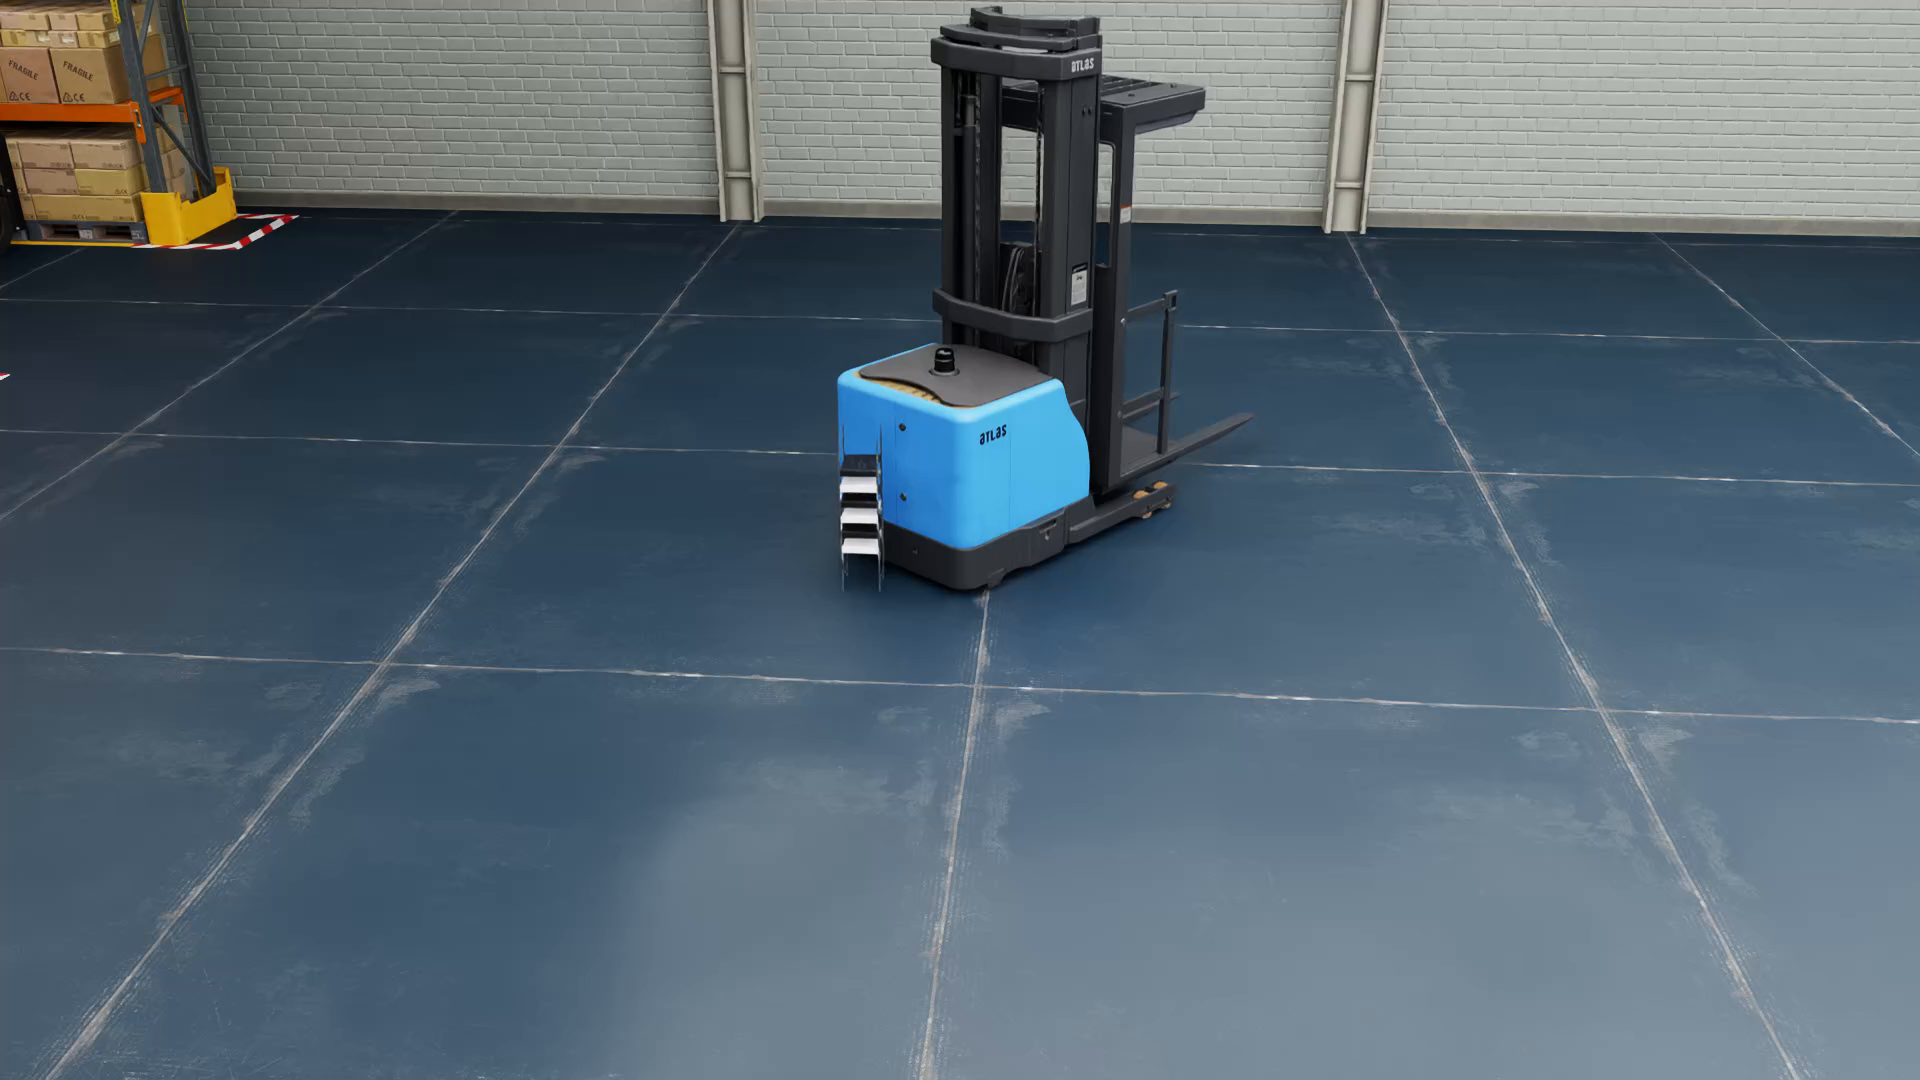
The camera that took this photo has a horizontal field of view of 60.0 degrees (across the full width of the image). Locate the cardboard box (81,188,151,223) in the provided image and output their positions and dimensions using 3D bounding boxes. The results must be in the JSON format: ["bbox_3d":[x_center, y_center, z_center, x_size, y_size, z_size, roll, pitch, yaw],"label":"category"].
[{"bbox_3d":[-8.051,-3.240,15.989,0.500,0.250,0.500,2,25,4],"label":"cardboard box"}]

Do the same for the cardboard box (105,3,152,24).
[{"bbox_3d":[-7.877,-4.990,15.754,0.250,0.149,0.380,1,25,3],"label":"cardboard box"}]

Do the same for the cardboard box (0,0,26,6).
[{"bbox_3d":[-9.164,-5.076,15.942,0.250,0.149,0.380,1,25,3],"label":"cardboard box"}]

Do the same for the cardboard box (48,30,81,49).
[{"bbox_3d":[-8.183,-4.645,15.360,0.250,0.149,0.380,2,25,5],"label":"cardboard box"}]

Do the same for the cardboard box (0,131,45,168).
[{"bbox_3d":[-9.055,-3.721,15.839,0.500,0.250,0.500,2,25,5],"label":"cardboard box"}]

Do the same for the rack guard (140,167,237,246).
[{"bbox_3d":[-7.535,-3.278,16.276,0.348,0.500,1.175,2,25,4],"label":"rack guard"}]

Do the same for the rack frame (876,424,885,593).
[{"bbox_3d":[-0.433,-0.168,9.039,0.006,0.900,0.240,1,25,3],"label":"rack frame"}]

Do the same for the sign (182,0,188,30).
[{"bbox_3d":[-7.510,-5.075,16.060,0.005,0.325,0.100,2,25,4],"label":"sign"}]

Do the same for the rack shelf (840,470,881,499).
[{"bbox_3d":[-0.535,-0.304,8.983,0.200,0.077,0.258,1,25,3],"label":"rack shelf"}]

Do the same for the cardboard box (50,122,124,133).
[{"bbox_3d":[-8.522,-3.919,16.270,0.500,0.250,0.500,2,25,4],"label":"cardboard box"}]

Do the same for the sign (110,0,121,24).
[{"bbox_3d":[-7.614,-4.822,14.974,0.005,0.325,0.100,2,25,4],"label":"sign"}]

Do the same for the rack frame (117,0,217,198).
[{"bbox_3d":[-7.559,-4.415,15.756,0.127,3.000,1.000,2,25,4],"label":"rack frame"}]

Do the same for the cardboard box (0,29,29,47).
[{"bbox_3d":[-8.683,-4.691,15.461,0.250,0.149,0.380,2,25,4],"label":"cardboard box"}]

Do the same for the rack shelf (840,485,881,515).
[{"bbox_3d":[-0.535,-0.222,9.020,0.200,0.077,0.258,1,25,3],"label":"rack shelf"}]

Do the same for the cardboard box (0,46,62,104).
[{"bbox_3d":[-8.586,-4.387,15.576,0.500,0.500,0.500,3,25,6],"label":"cardboard box"}]

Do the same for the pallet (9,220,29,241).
[{"bbox_3d":[-9.537,-3.195,16.441,1.213,0.211,1.003,2,25,4],"label":"pallet"}]

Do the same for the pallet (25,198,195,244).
[{"bbox_3d":[-8.324,-3.155,16.354,1.213,0.211,1.003,2,25,4],"label":"pallet"}]

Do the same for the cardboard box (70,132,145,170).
[{"bbox_3d":[-8.042,-3.695,15.783,0.500,0.250,0.500,3,25,6],"label":"cardboard box"}]

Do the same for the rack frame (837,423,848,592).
[{"bbox_3d":[-0.637,-0.173,9.049,0.006,0.900,0.240,1,25,3],"label":"rack frame"}]

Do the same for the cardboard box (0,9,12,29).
[{"bbox_3d":[-8.954,-4.807,15.356,0.250,0.149,0.380,2,25,5],"label":"cardboard box"}]

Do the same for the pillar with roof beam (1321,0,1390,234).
[{"bbox_3d":[3.451,-5.360,10.632,0.400,9.000,9.100,2,25,4],"label":"pillar with roof beam"}]

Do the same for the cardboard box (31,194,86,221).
[{"bbox_3d":[-8.546,-3.259,16.032,0.500,0.250,0.500,2,25,4],"label":"cardboard box"}]

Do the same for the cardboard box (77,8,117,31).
[{"bbox_3d":[-7.932,-4.813,15.371,0.250,0.149,0.380,2,25,4],"label":"cardboard box"}]

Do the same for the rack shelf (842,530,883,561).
[{"bbox_3d":[-0.535,0.023,9.133,0.200,0.077,0.258,1,25,3],"label":"rack shelf"}]

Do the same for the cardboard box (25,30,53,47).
[{"bbox_3d":[-8.437,-4.679,15.434,0.250,0.149,0.380,2,25,5],"label":"cardboard box"}]

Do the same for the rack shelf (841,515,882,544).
[{"bbox_3d":[-0.535,-0.059,9.096,0.200,0.077,0.258,1,25,3],"label":"rack shelf"}]

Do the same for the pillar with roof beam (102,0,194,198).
[{"bbox_3d":[-8.513,-5.744,11.467,0.400,9.000,9.100,2,25,4],"label":"pillar with roof beam"}]

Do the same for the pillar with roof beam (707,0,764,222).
[{"bbox_3d":[-2.531,-5.552,11.050,0.400,9.000,9.100,2,25,4],"label":"pillar with roof beam"}]

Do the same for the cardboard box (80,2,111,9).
[{"bbox_3d":[-8.137,-5.024,15.829,0.250,0.149,0.380,3,25,6],"label":"cardboard box"}]

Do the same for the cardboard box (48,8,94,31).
[{"bbox_3d":[-8.180,-4.808,15.360,0.250,0.149,0.380,2,25,4],"label":"cardboard box"}]

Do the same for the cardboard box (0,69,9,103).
[{"bbox_3d":[-9.097,-4.403,15.611,0.500,0.500,0.500,1,25,3],"label":"cardboard box"}]

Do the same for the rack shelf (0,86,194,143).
[{"bbox_3d":[-9.553,-4.152,16.045,4.000,0.370,1.077,2,25,4],"label":"rack shelf"}]

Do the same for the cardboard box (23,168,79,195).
[{"bbox_3d":[-8.567,-3.489,15.933,0.500,0.250,0.500,2,25,3],"label":"cardboard box"}]

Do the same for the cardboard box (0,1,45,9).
[{"bbox_3d":[-8.910,-5.027,15.834,0.250,0.149,0.380,3,25,6],"label":"cardboard box"}]

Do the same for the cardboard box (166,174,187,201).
[{"bbox_3d":[-8.033,-3.453,16.454,0.500,0.250,0.500,2,25,4],"label":"cardboard box"}]

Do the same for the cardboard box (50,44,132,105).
[{"bbox_3d":[-8.069,-4.366,15.531,0.500,0.500,0.500,1,25,3],"label":"cardboard box"}]

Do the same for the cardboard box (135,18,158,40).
[{"bbox_3d":[-7.877,-4.874,15.858,0.250,0.149,0.380,1,25,3],"label":"cardboard box"}]

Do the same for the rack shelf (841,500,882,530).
[{"bbox_3d":[-0.535,-0.140,9.058,0.200,0.077,0.258,1,25,3],"label":"rack shelf"}]

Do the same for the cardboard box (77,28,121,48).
[{"bbox_3d":[-7.926,-4.649,15.369,0.250,0.149,0.380,2,25,5],"label":"cardboard box"}]

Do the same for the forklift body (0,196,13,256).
[{"bbox_3d":[-9.589,-3.329,14.412,1.214,2.155,2.313,2,25,4],"label":"forklift body"}]

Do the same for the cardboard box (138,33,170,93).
[{"bbox_3d":[-8.031,-4.592,16.021,0.500,0.500,0.500,3,25,6],"label":"cardboard box"}]

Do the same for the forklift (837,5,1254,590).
[{"bbox_3d":[0.676,-1.590,9.698,1.130,2.935,3.031,21,32,38],"label":"forklift"}]

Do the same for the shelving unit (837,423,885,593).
[{"bbox_3d":[-0.535,-0.171,9.044,0.210,0.900,0.258,1,25,3],"label":"shelving unit"}]

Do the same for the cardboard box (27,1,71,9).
[{"bbox_3d":[-8.645,-5.029,15.839,0.250,0.149,0.380,2,25,4],"label":"cardboard box"}]

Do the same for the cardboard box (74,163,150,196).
[{"bbox_3d":[-8.068,-3.469,15.889,0.500,0.250,0.500,2,25,3],"label":"cardboard box"}]

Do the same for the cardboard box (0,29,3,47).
[{"bbox_3d":[-8.953,-4.680,15.437,0.250,0.149,0.380,1,25,2],"label":"cardboard box"}]

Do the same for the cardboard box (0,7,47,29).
[{"bbox_3d":[-8.686,-4.844,15.438,0.250,0.149,0.380,2,25,4],"label":"cardboard box"}]

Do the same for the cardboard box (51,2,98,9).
[{"bbox_3d":[-8.400,-5.015,15.808,0.250,0.149,0.380,2,25,5],"label":"cardboard box"}]

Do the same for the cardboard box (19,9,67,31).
[{"bbox_3d":[-8.443,-4.805,15.354,0.250,0.149,0.380,2,25,5],"label":"cardboard box"}]

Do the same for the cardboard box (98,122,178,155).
[{"bbox_3d":[-8.023,-3.905,16.238,0.500,0.250,0.500,1,25,3],"label":"cardboard box"}]

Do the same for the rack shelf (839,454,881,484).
[{"bbox_3d":[-0.535,-0.386,8.945,0.200,0.077,0.258,1,25,3],"label":"rack shelf"}]

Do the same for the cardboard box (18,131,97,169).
[{"bbox_3d":[-8.551,-3.709,15.813,0.500,0.250,0.500,2,25,5],"label":"cardboard box"}]

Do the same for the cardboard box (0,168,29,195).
[{"bbox_3d":[-9.083,-3.497,15.950,0.500,0.250,0.500,1,25,3],"label":"cardboard box"}]

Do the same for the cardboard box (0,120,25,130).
[{"bbox_3d":[-9.530,-3.959,16.356,0.500,0.250,0.500,1,25,3],"label":"cardboard box"}]

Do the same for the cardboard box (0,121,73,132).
[{"bbox_3d":[-9.020,-3.940,16.314,0.500,0.250,0.500,2,25,4],"label":"cardboard box"}]

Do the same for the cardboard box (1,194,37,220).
[{"bbox_3d":[-9.044,-3.279,16.075,0.500,0.250,0.500,2,25,5],"label":"cardboard box"}]

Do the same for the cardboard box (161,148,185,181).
[{"bbox_3d":[-8.011,-3.685,16.359,0.500,0.250,0.500,2,25,5],"label":"cardboard box"}]
